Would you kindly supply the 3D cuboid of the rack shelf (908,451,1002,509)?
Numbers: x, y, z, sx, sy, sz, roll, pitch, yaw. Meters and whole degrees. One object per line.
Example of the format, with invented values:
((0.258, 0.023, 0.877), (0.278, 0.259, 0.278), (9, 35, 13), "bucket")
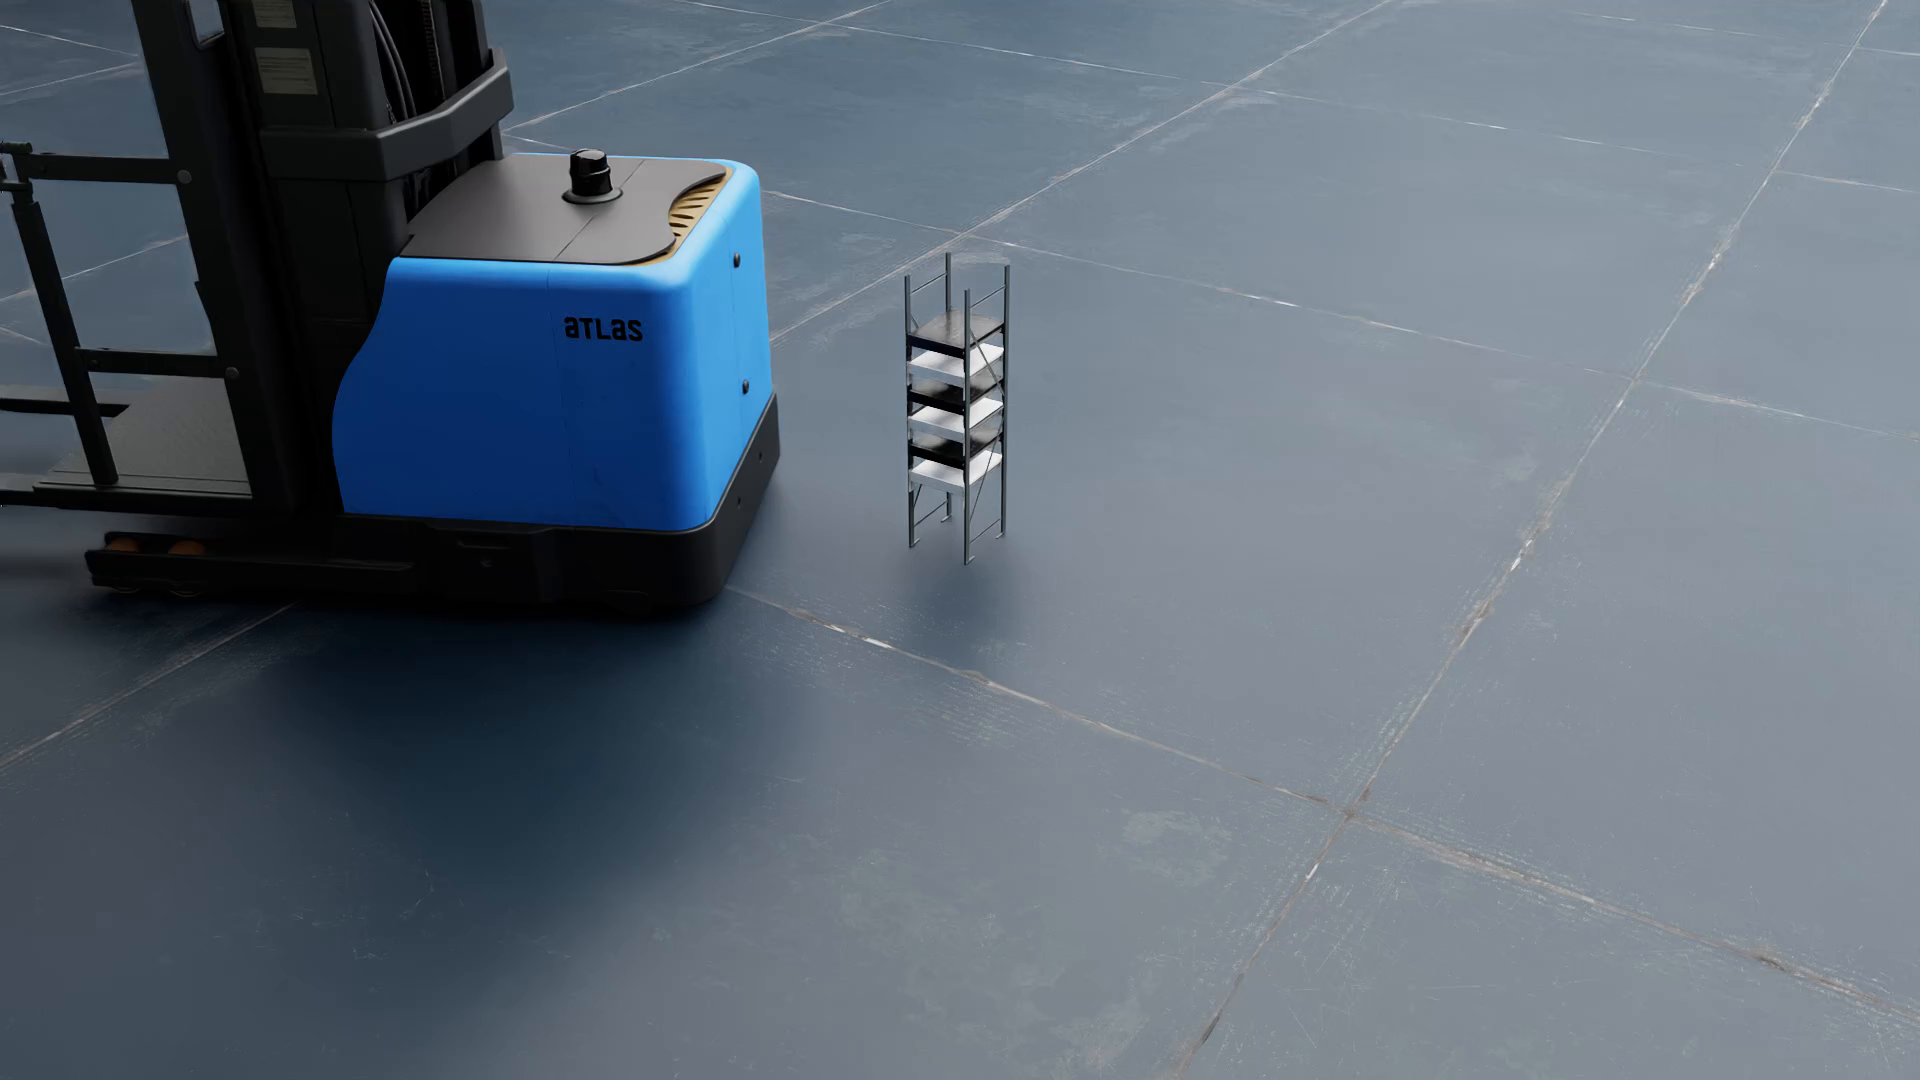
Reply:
((-0.007, -0.207, 5.134), (0.200, 0.077, 0.258), (18, 35, 27), "rack shelf")

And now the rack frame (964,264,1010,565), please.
((0.079, -0.364, 4.980), (0.006, 0.900, 0.240), (18, 35, 27), "rack frame")

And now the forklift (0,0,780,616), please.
((-2.157, -1.355, 4.665), (3.031, 2.935, 1.130), (3, 30, 5), "forklift")

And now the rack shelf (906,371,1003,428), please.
((-0.007, -0.440, 4.998), (0.200, 0.077, 0.258), (18, 35, 27), "rack shelf")

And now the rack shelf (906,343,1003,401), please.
((-0.007, -0.518, 4.953), (0.200, 0.077, 0.258), (18, 35, 27), "rack shelf")

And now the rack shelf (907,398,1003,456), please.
((-0.007, -0.362, 5.044), (0.200, 0.077, 0.258), (18, 35, 27), "rack shelf")

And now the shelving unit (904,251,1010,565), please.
((-0.007, -0.391, 5.027), (0.210, 0.900, 0.258), (18, 35, 27), "shelving unit")

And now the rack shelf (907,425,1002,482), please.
((-0.007, -0.284, 5.089), (0.200, 0.077, 0.258), (18, 35, 27), "rack shelf")

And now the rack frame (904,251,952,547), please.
((-0.093, -0.418, 5.074), (0.006, 0.900, 0.240), (18, 35, 27), "rack frame")

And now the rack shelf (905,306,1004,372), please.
((-0.007, -0.595, 4.908), (0.200, 0.077, 0.258), (18, 35, 27), "rack shelf")
